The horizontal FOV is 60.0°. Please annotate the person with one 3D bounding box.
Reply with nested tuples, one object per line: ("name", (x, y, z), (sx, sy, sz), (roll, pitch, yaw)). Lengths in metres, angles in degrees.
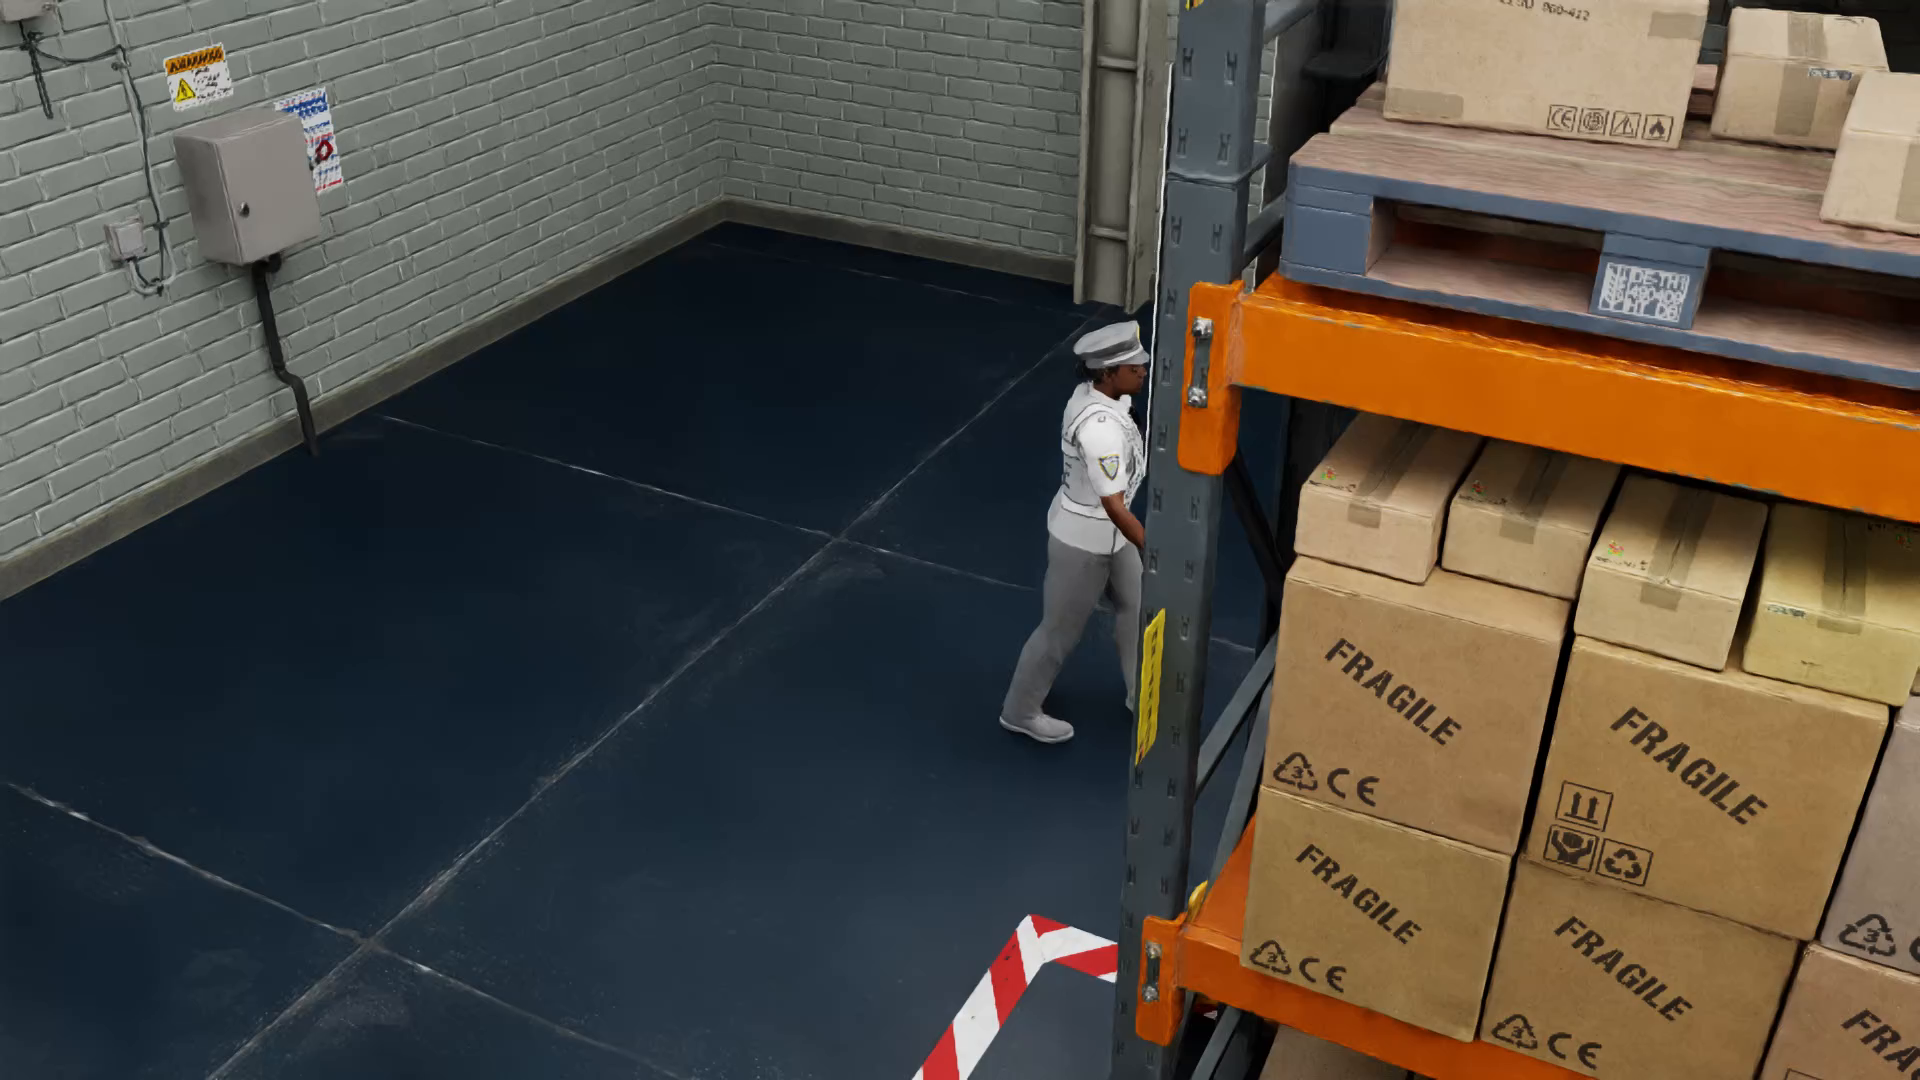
("person", (0.549, -0.013, 6.177), (0.763, 1.713, 0.618), (3, 30, 5))
